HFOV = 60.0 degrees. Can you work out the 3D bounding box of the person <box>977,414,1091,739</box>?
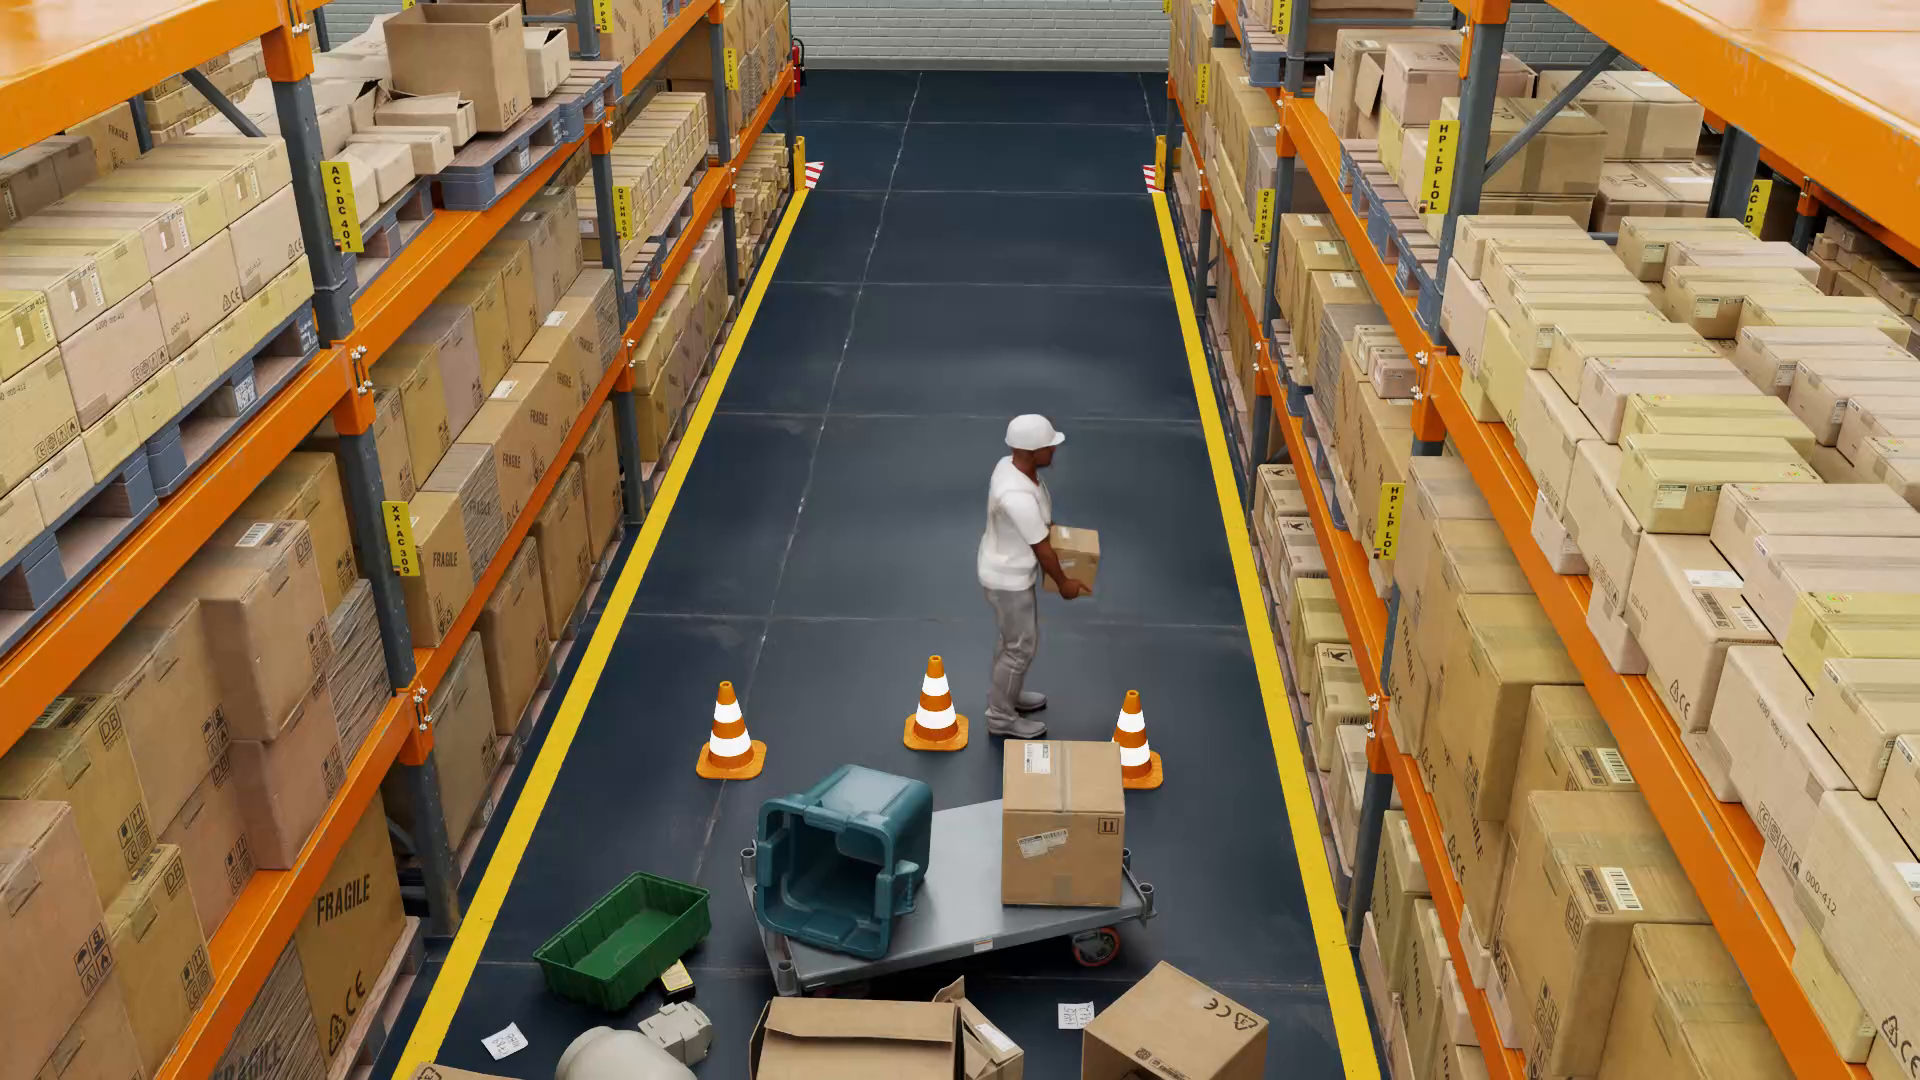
[{"bbox_3d":[0.374,0.172,8.514,0.577,1.755,0.505,0,28,1],"label":"person"}]
